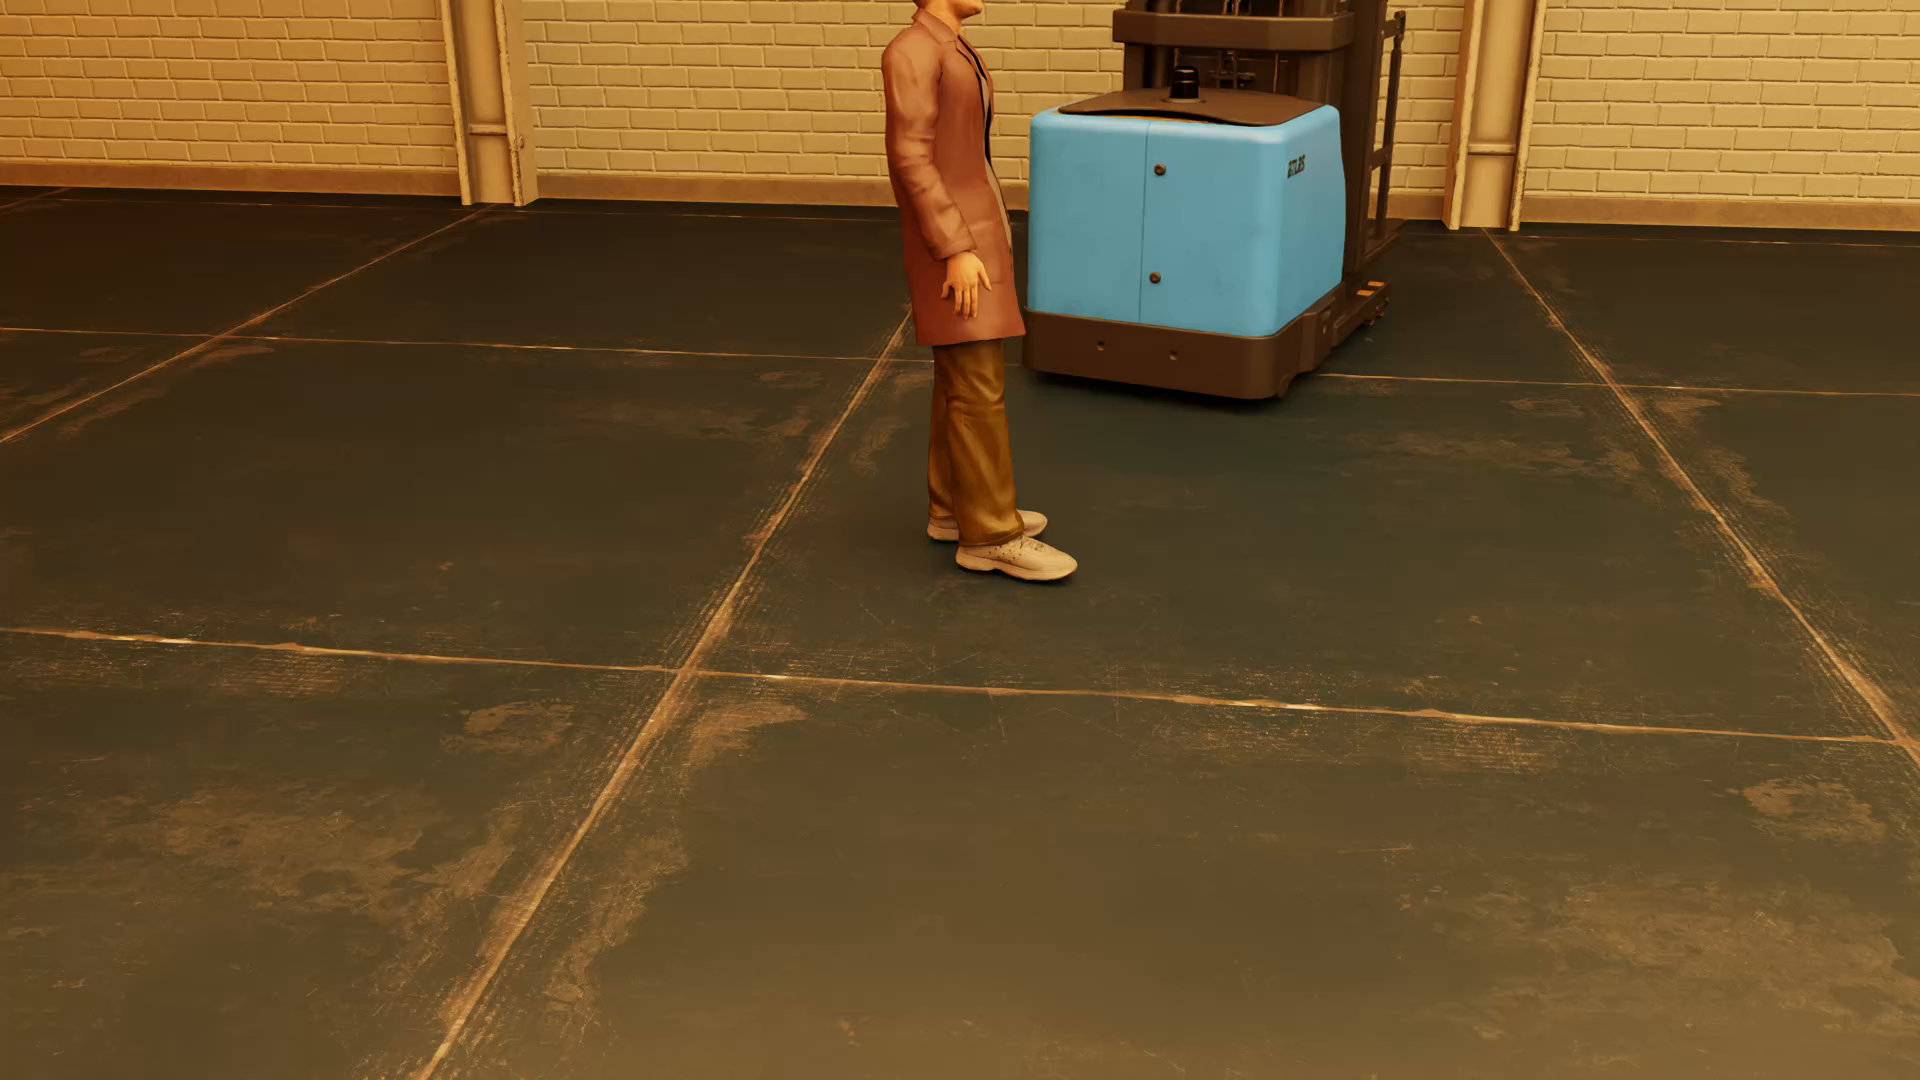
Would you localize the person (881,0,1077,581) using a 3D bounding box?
[{"bbox_3d":[0.089,-0.825,4.827,0.582,1.776,0.694,3,22,7],"label":"person"}]

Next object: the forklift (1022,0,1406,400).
[{"bbox_3d":[1.368,-2.404,7.224,1.130,2.935,3.031,11,24,25],"label":"forklift"}]
